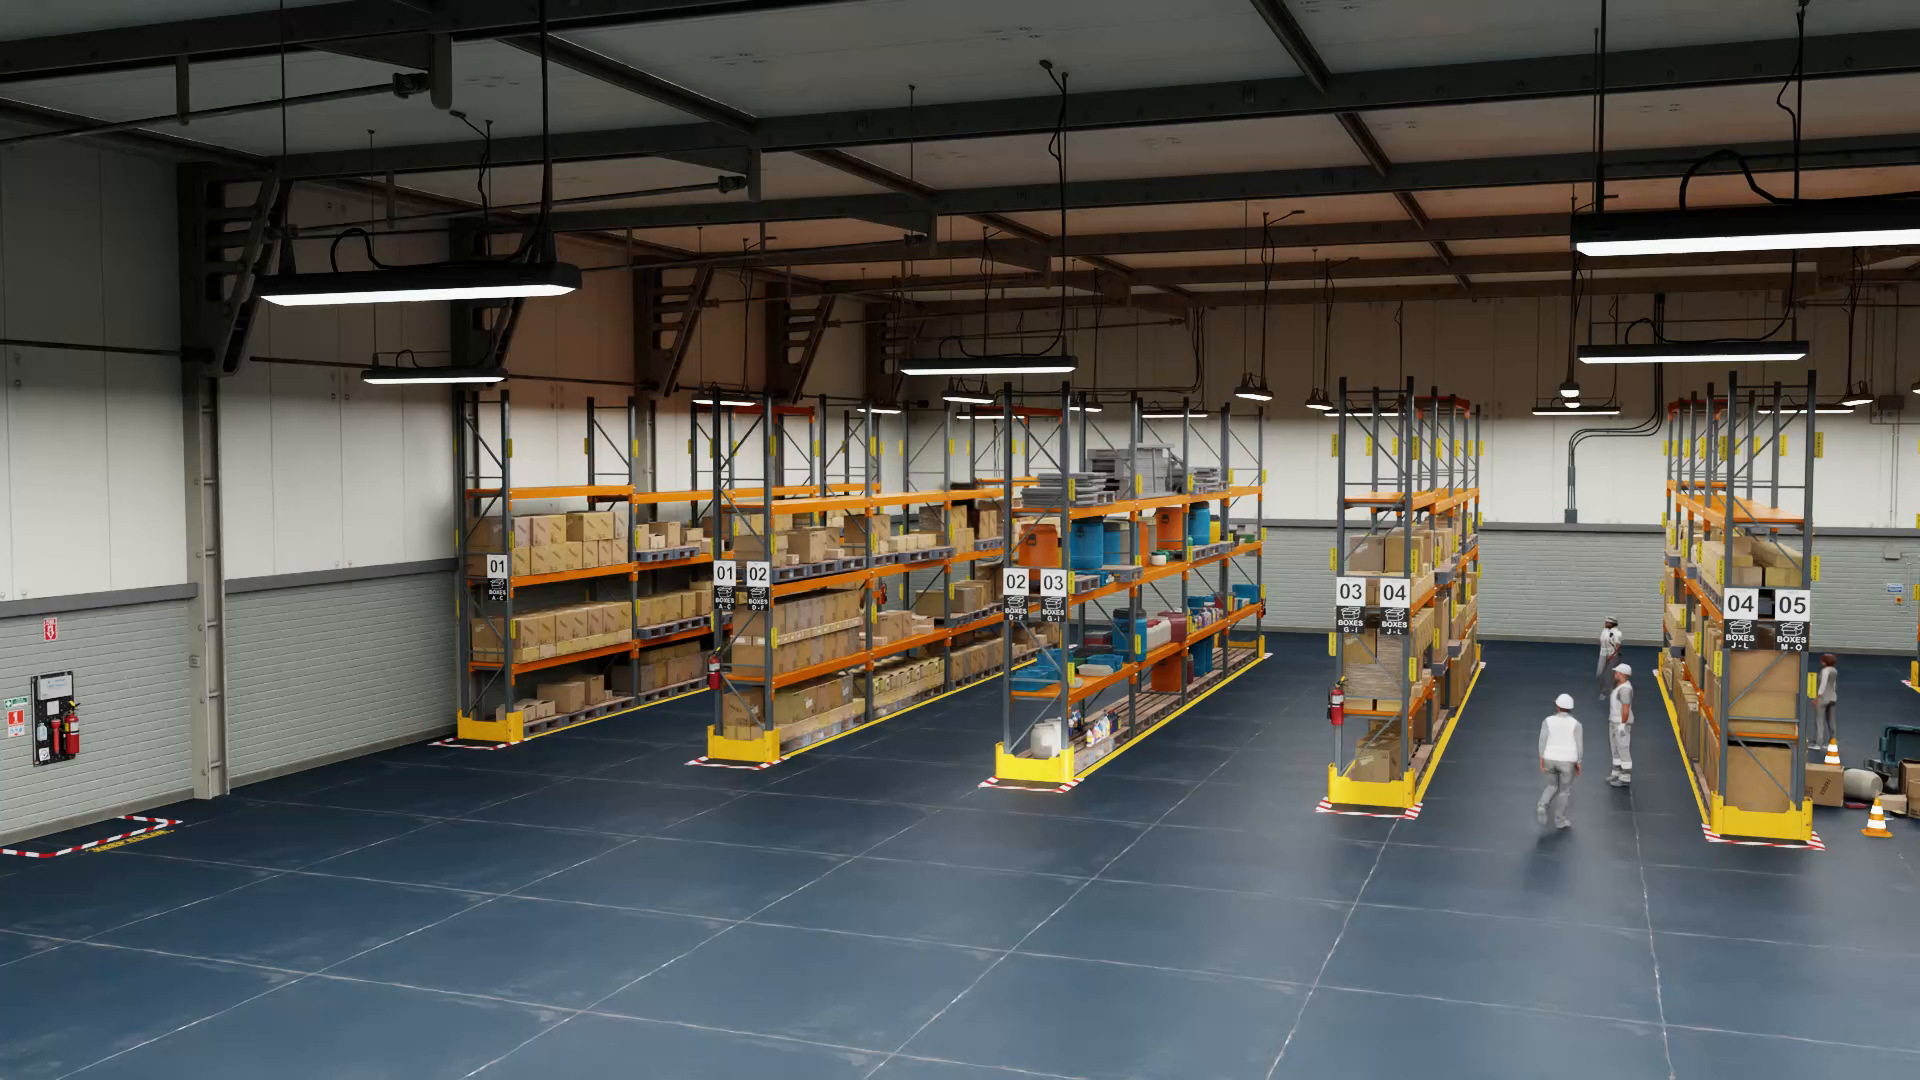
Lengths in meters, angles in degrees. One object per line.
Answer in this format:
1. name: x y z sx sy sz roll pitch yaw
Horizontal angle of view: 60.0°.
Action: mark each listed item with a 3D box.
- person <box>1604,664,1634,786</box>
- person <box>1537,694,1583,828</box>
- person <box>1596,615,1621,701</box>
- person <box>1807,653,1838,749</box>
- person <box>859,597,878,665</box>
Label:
1. person: 9.817 2.733 24.742 0.389 1.796 0.589 0 3 1
2. person: 7.873 2.900 21.808 0.527 1.766 0.506 -2 4 -37
3. person: 12.941 2.364 33.126 0.425 1.733 0.689 2 4 37
4. person: 14.408 2.690 27.707 0.498 1.602 0.325 -1 3 -21
5. person: -1.977 2.064 36.058 0.490 1.678 0.513 3 4 44
